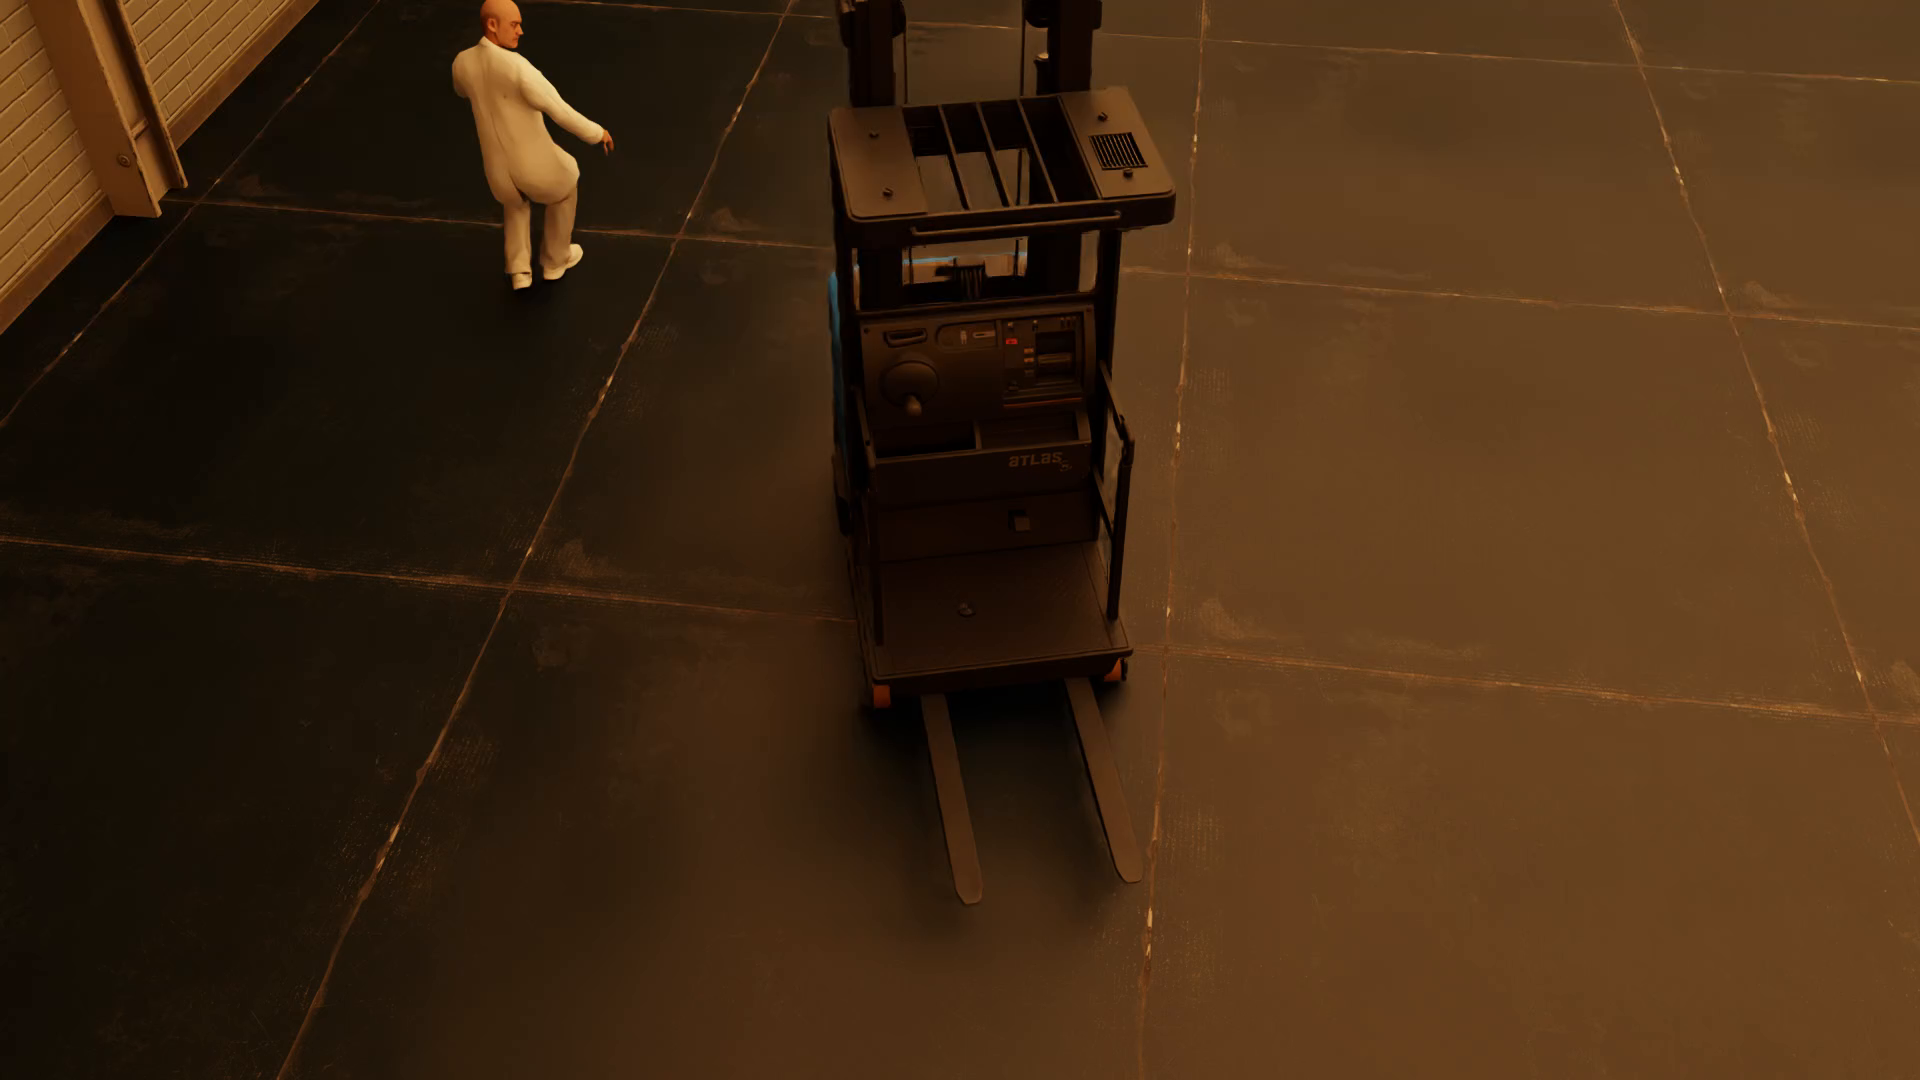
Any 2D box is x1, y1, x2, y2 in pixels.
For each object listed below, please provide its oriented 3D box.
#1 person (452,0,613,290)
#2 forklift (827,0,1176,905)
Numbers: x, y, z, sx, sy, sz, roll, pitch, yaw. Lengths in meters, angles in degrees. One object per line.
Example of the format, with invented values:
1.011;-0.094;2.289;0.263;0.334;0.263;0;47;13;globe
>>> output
-2.296;-2.150;9.007;0.888;1.661;0.835;11;44;11;person
0.111;-0.623;6.403;1.130;2.935;3.031;-6;43;-7;forklift
